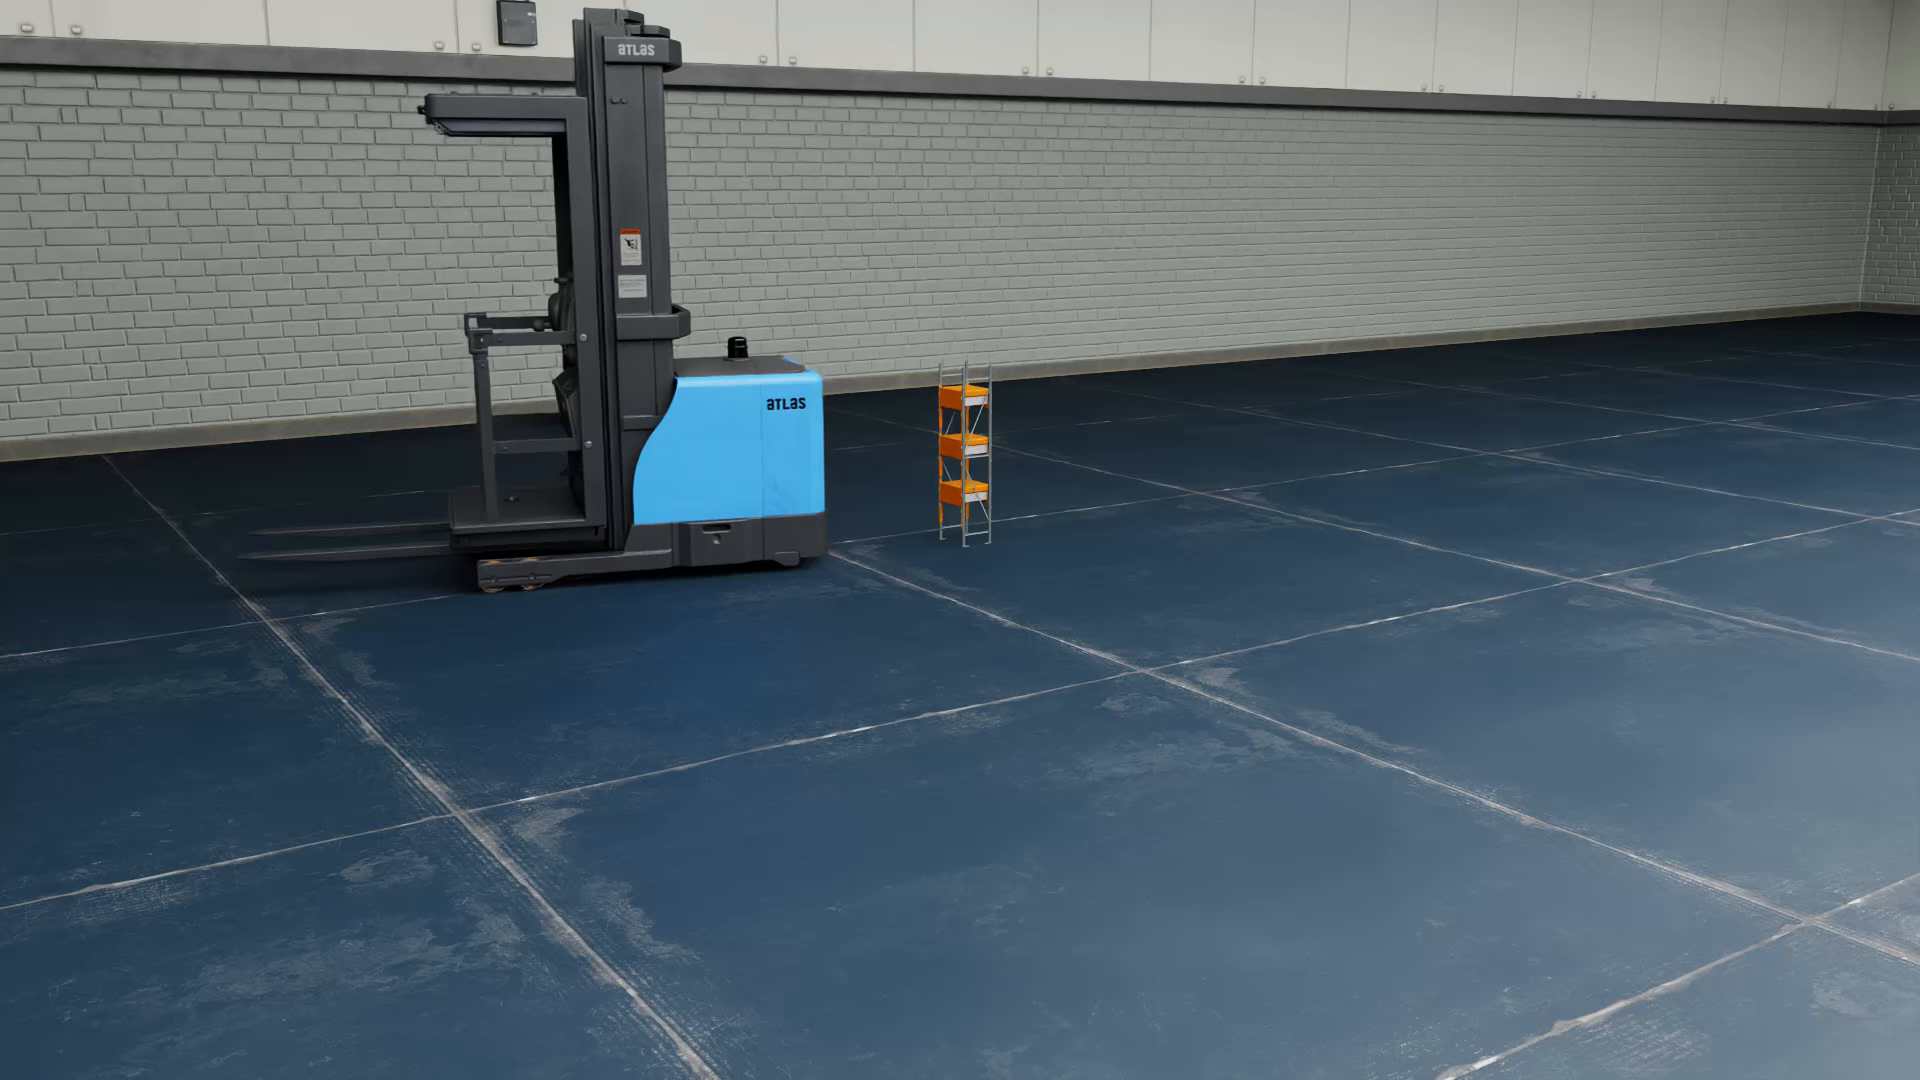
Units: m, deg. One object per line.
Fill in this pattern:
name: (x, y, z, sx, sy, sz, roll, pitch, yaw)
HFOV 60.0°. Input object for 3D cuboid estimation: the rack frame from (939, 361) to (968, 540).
rack frame: (-0.038, -0.525, 9.805, 0.200, 1.050, 0.008, -8, 15, -33)

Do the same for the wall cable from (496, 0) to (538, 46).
wall cable: (-2.906, -7.252, 13.999, 2.305, 6.003, 0.169, -8, 15, -33)

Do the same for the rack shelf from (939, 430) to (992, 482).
rack shelf: (0.030, -0.493, 9.708, 0.215, 0.259, 0.240, -8, 15, -33)

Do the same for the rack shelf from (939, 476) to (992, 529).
rack shelf: (0.030, -0.222, 9.768, 0.215, 0.259, 0.240, -8, 15, -33)

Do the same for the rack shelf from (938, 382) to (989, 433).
rack shelf: (0.030, -0.770, 9.648, 0.215, 0.259, 0.240, -8, 15, -33)

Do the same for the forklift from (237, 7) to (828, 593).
forklift: (-2.305, -1.285, 8.877, 3.031, 2.935, 1.130, -4, 13, -17)

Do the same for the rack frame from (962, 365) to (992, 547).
rack frame: (0.097, -0.482, 9.607, 0.200, 1.050, 0.008, -8, 15, -33)

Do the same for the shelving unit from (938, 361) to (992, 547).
shelving unit: (0.030, -0.503, 9.706, 0.215, 1.050, 0.252, -8, 15, -33)
